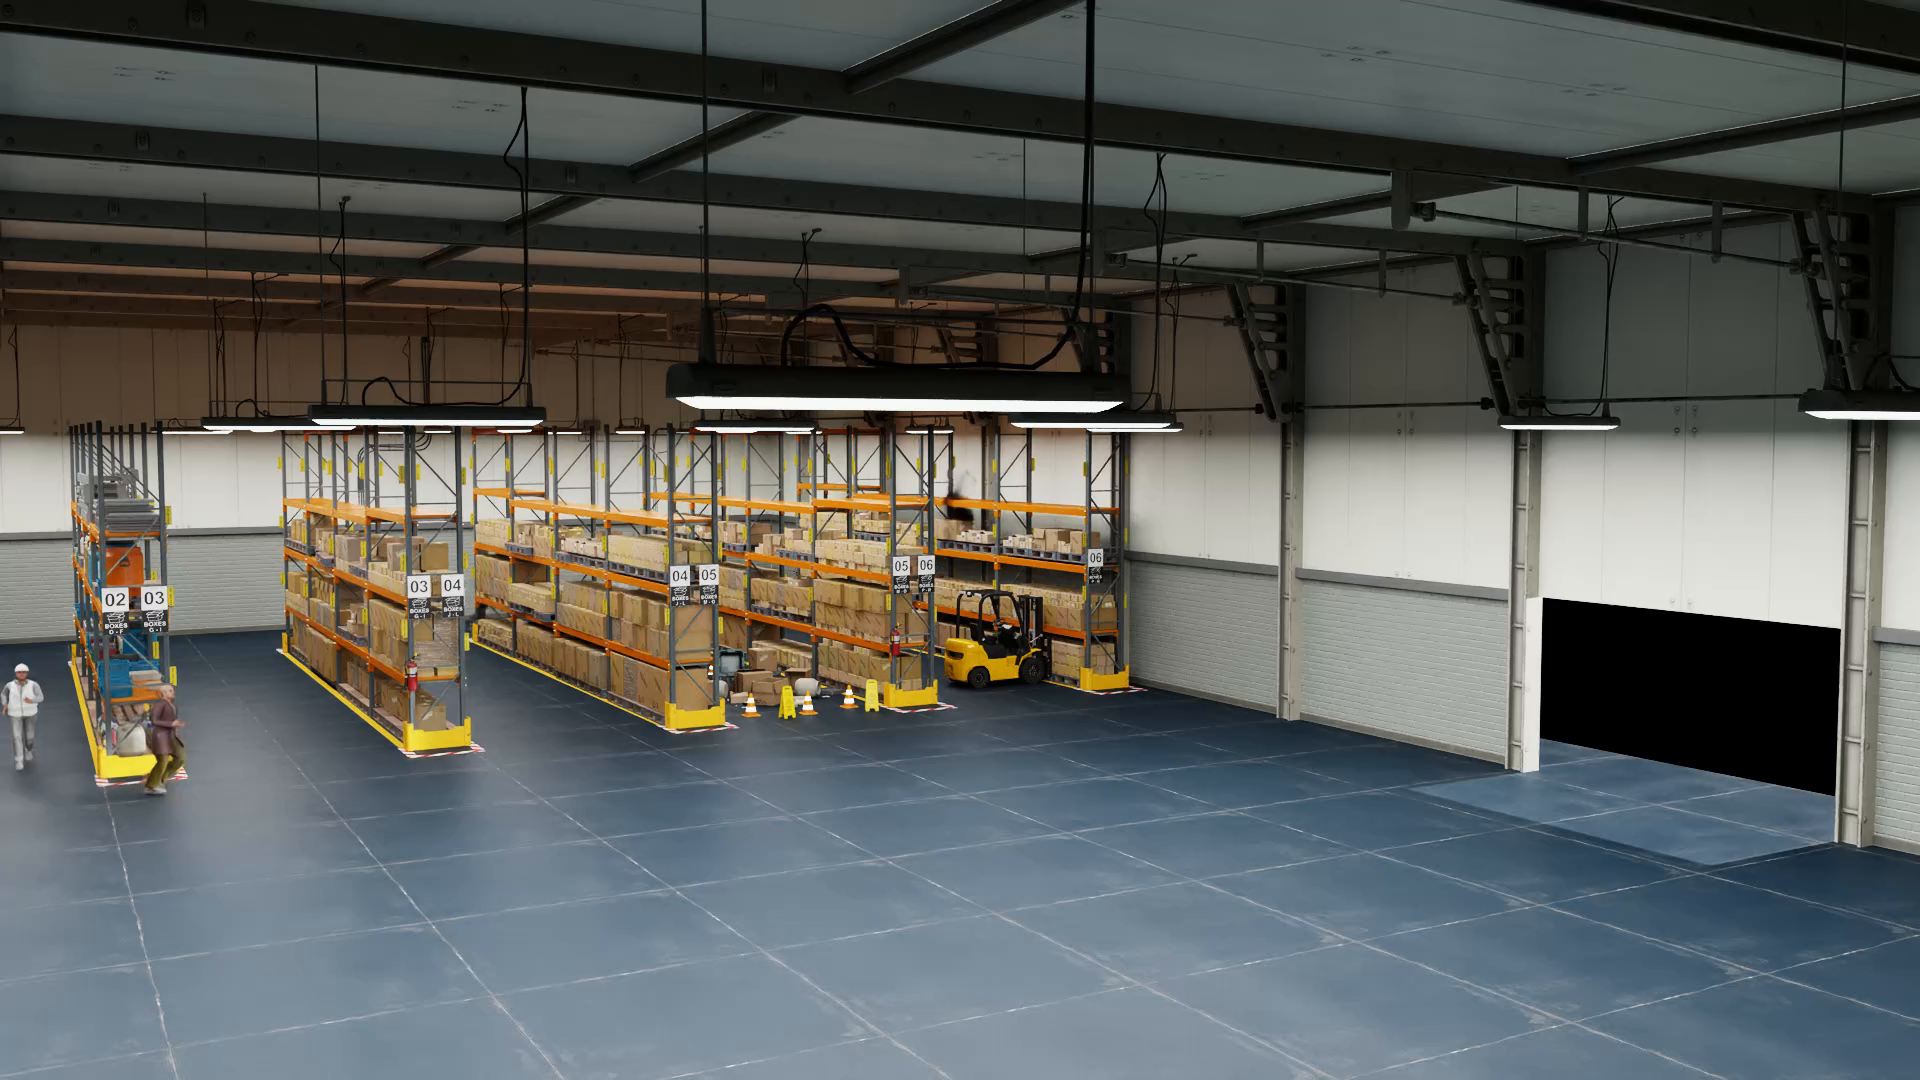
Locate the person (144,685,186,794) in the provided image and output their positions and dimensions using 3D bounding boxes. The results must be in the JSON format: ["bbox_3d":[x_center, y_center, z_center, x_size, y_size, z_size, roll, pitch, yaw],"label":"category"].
[{"bbox_3d":[-12.745,3.199,26.796,0.694,1.742,0.708,0,4,4],"label":"person"}]

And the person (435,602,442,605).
[{"bbox_3d":[-14.868,2.031,46.651,0.673,1.606,0.559,2,4,29],"label":"person"}]

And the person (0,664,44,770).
[{"bbox_3d":[-16.221,3.026,28.775,0.656,1.763,0.950,-2,4,-29],"label":"person"}]

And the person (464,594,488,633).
[{"bbox_3d":[-13.930,1.927,48.053,1.105,1.592,0.726,0,4,-4],"label":"person"}]
